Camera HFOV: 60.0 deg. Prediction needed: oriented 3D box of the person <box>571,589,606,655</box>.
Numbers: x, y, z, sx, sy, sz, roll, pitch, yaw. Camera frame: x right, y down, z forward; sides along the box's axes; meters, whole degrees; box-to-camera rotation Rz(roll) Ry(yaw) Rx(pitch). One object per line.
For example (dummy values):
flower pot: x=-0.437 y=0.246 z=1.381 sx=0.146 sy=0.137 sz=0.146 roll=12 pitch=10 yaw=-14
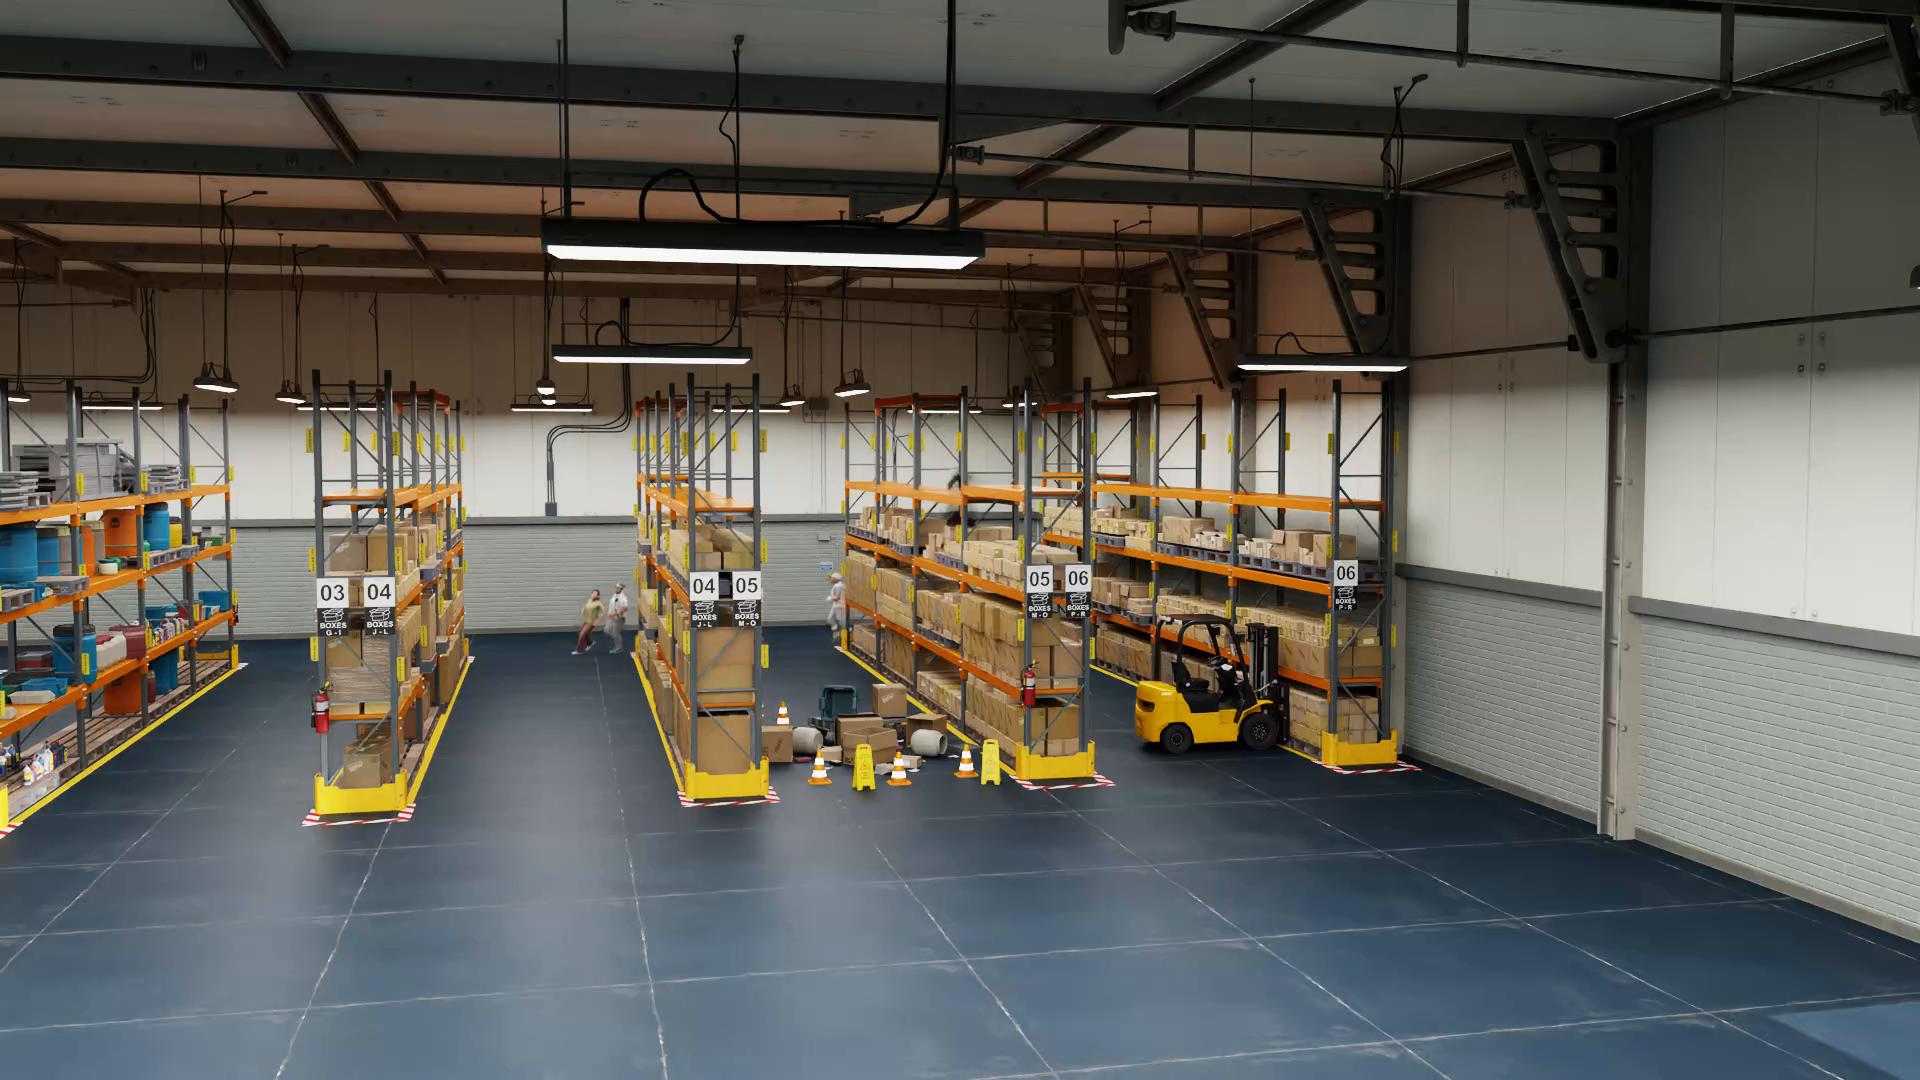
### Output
person: x=-8.729 y=1.933 z=39.474 sx=0.762 sy=1.565 sz=0.698 roll=1 pitch=4 yaw=22

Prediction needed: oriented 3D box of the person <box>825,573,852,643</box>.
person: x=-3.014 y=1.723 z=41.661 sx=0.741 sy=1.819 sz=0.684 roll=-1 pitch=3 yaw=-9

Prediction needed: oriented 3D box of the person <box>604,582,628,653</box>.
person: x=-8.205 y=1.849 z=39.665 sx=0.722 sy=1.722 sz=0.568 roll=3 pitch=4 yaw=41
